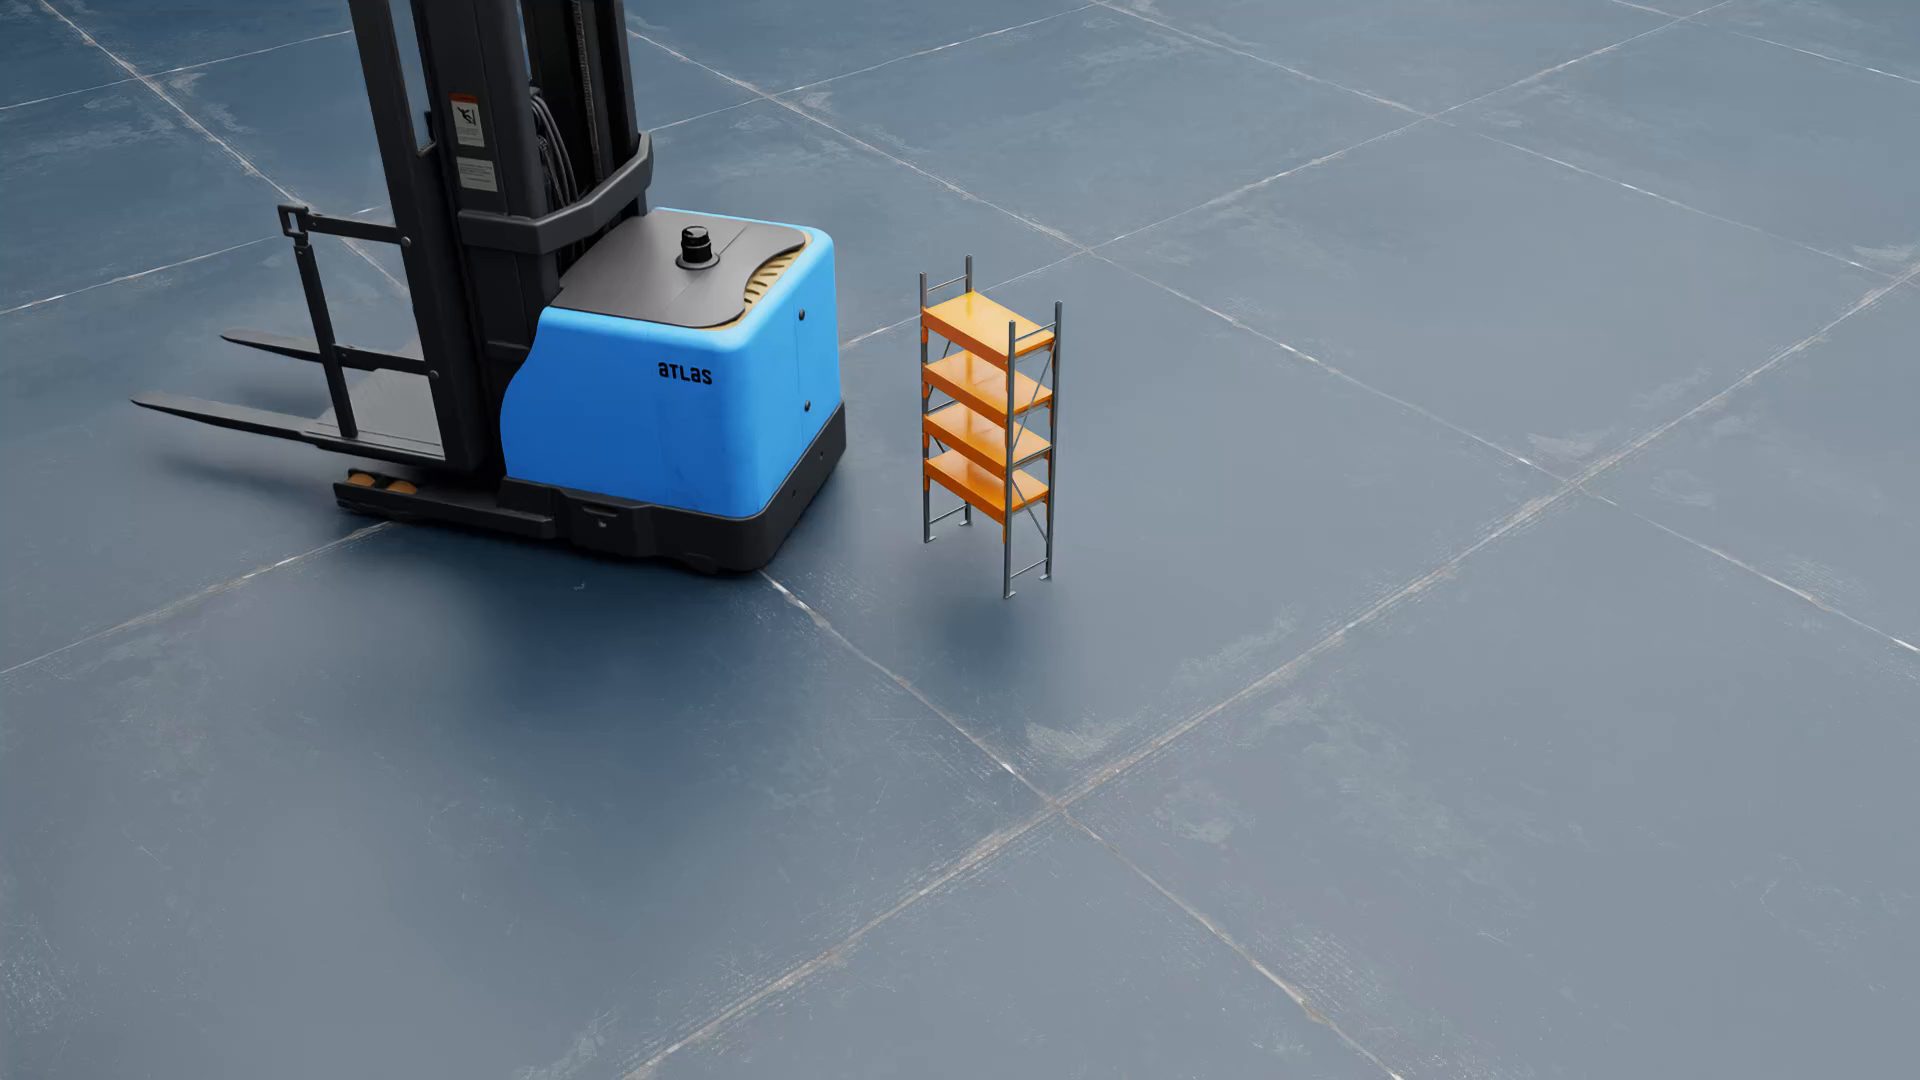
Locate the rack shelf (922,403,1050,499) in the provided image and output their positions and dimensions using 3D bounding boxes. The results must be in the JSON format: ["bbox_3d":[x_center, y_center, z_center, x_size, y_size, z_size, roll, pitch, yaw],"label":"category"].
[{"bbox_3d":[0.107,-0.362,6.339,0.258,0.148,0.480,-26,43,-32],"label":"rack shelf"}]

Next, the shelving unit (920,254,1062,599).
[{"bbox_3d":[0.107,-0.417,6.300,0.258,1.200,0.503,-26,43,-32],"label":"shelving unit"}]

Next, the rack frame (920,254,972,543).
[{"bbox_3d":[-0.051,-0.524,6.452,0.240,1.200,0.015,-26,43,-32],"label":"rack frame"}]

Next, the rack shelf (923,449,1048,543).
[{"bbox_3d":[0.107,-0.200,6.454,0.258,0.148,0.480,-26,43,-32],"label":"rack shelf"}]

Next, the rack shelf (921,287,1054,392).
[{"bbox_3d":[0.107,-0.737,6.073,0.258,0.148,0.480,-26,43,-32],"label":"rack shelf"}]

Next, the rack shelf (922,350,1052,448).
[{"bbox_3d":[0.107,-0.544,6.210,0.258,0.148,0.480,-26,43,-32],"label":"rack shelf"}]

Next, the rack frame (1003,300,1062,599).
[{"bbox_3d":[0.264,-0.309,6.148,0.240,1.200,0.015,-26,43,-32],"label":"rack frame"}]

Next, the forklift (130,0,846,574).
[{"bbox_3d":[-2.067,-1.550,6.403,3.031,2.935,1.130,10,37,14],"label":"forklift"}]
